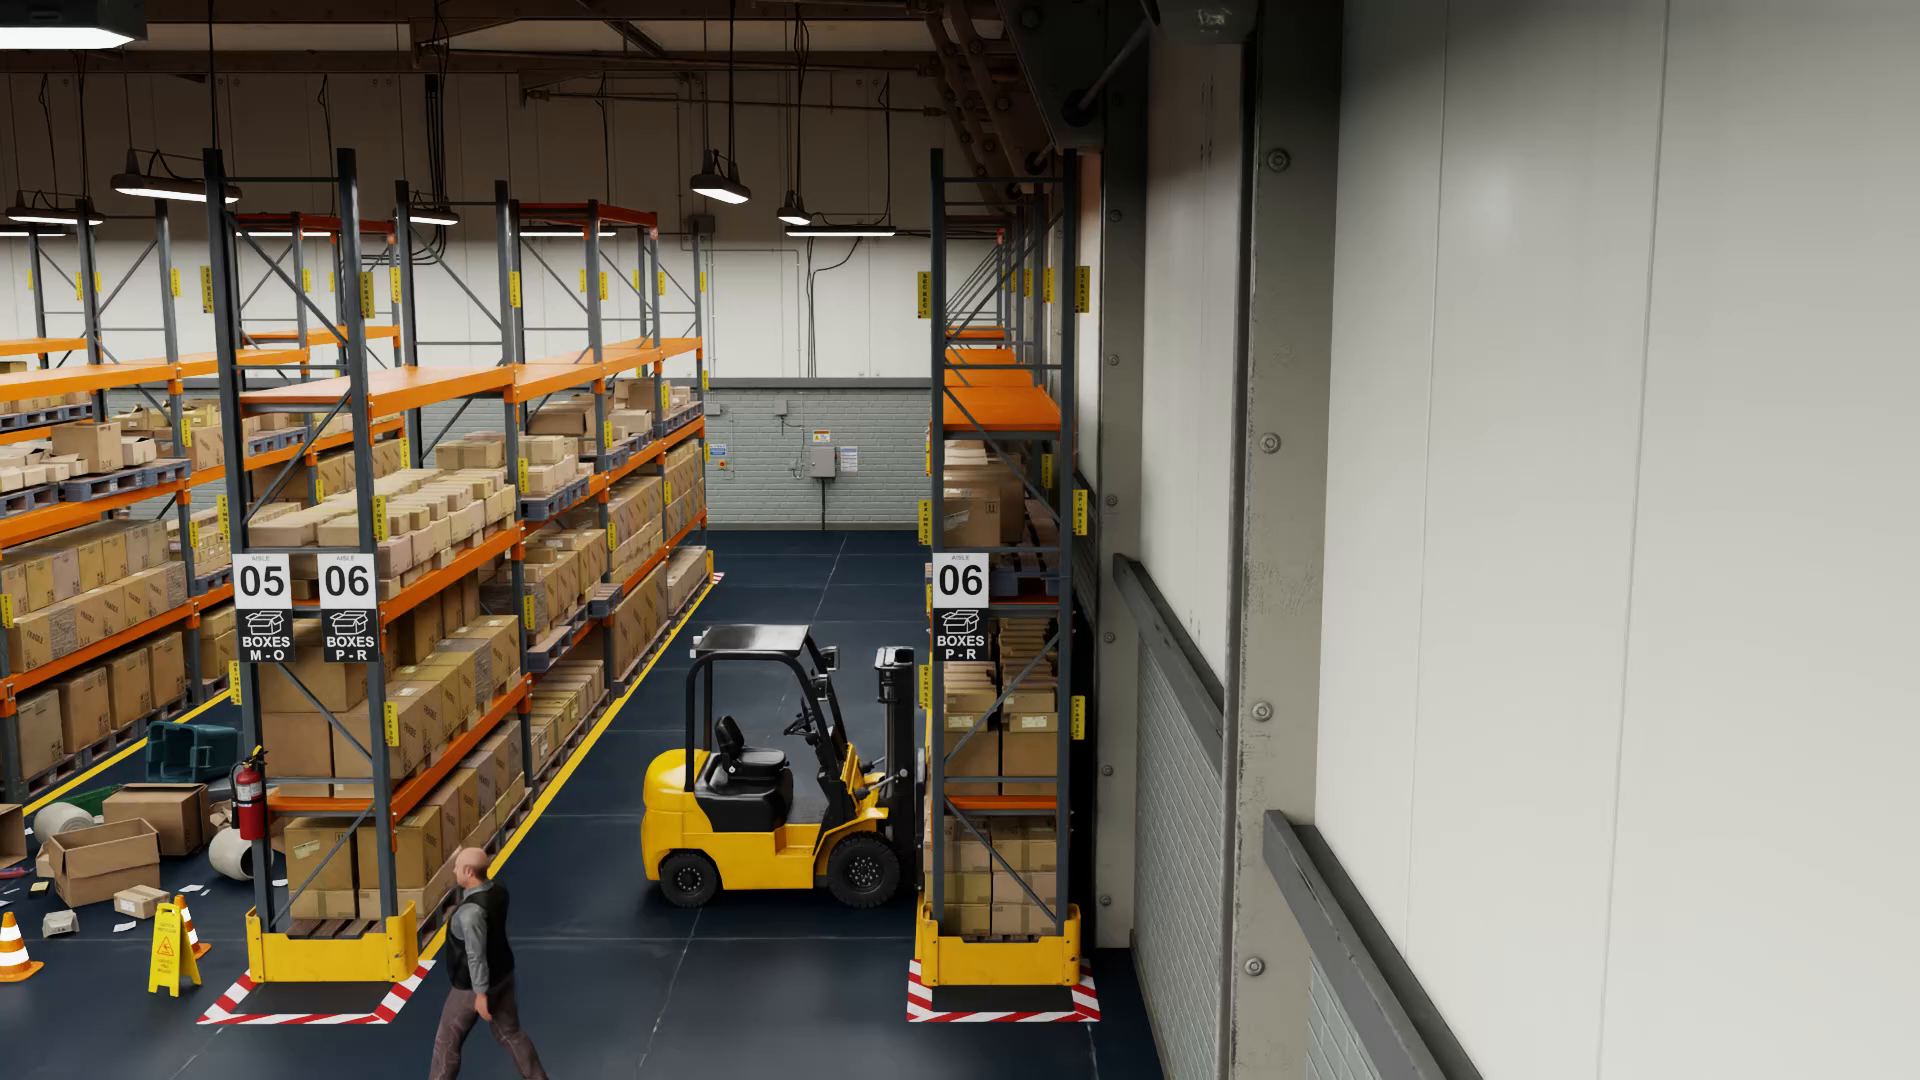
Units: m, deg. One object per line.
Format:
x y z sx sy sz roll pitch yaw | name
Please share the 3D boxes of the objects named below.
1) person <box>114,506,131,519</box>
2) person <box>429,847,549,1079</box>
-12.977 0.235 25.982 0.564 1.626 0.534 -1 9 -3 | person
-3.003 2.716 10.263 0.899 1.690 0.538 2 9 12 | person
